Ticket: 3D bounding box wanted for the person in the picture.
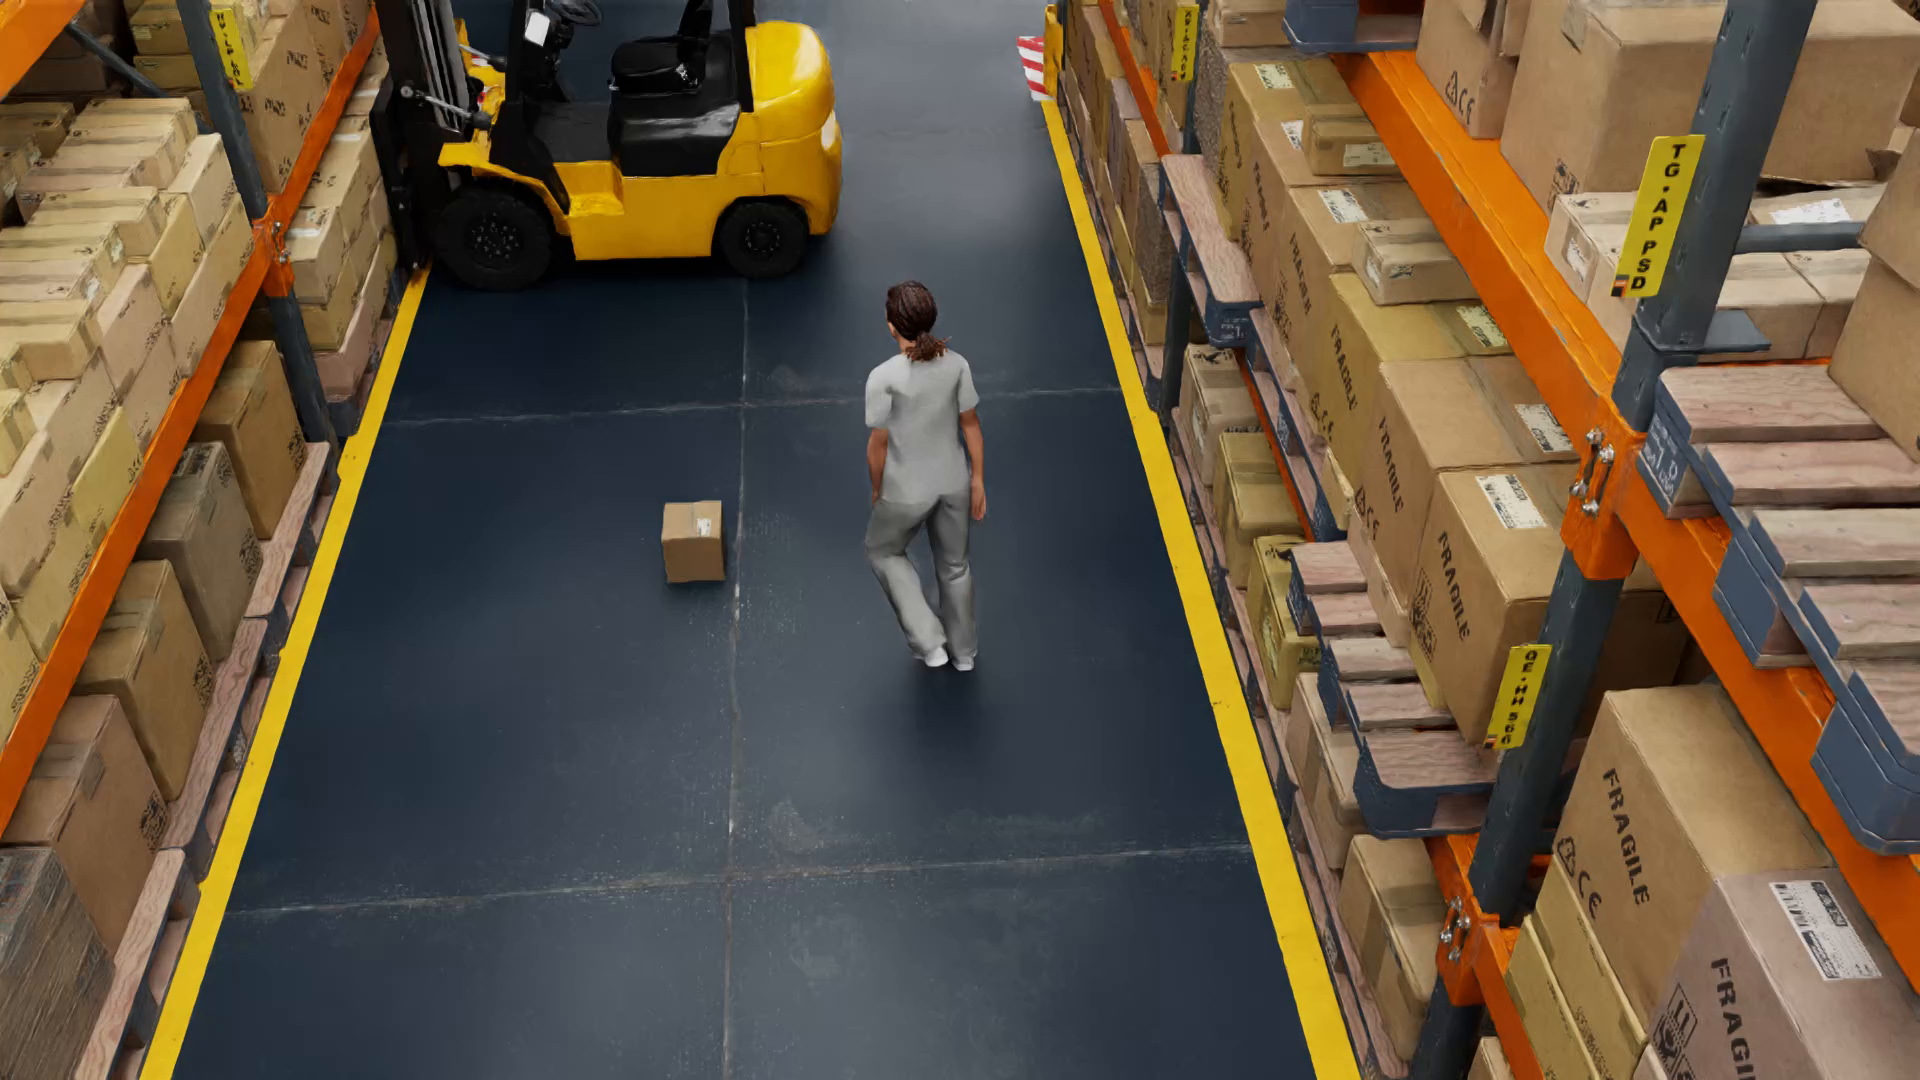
[{"bbox_3d":[-0.118,-0.180,6.395,0.457,1.629,0.557,-18,43,-21],"label":"person"}]
